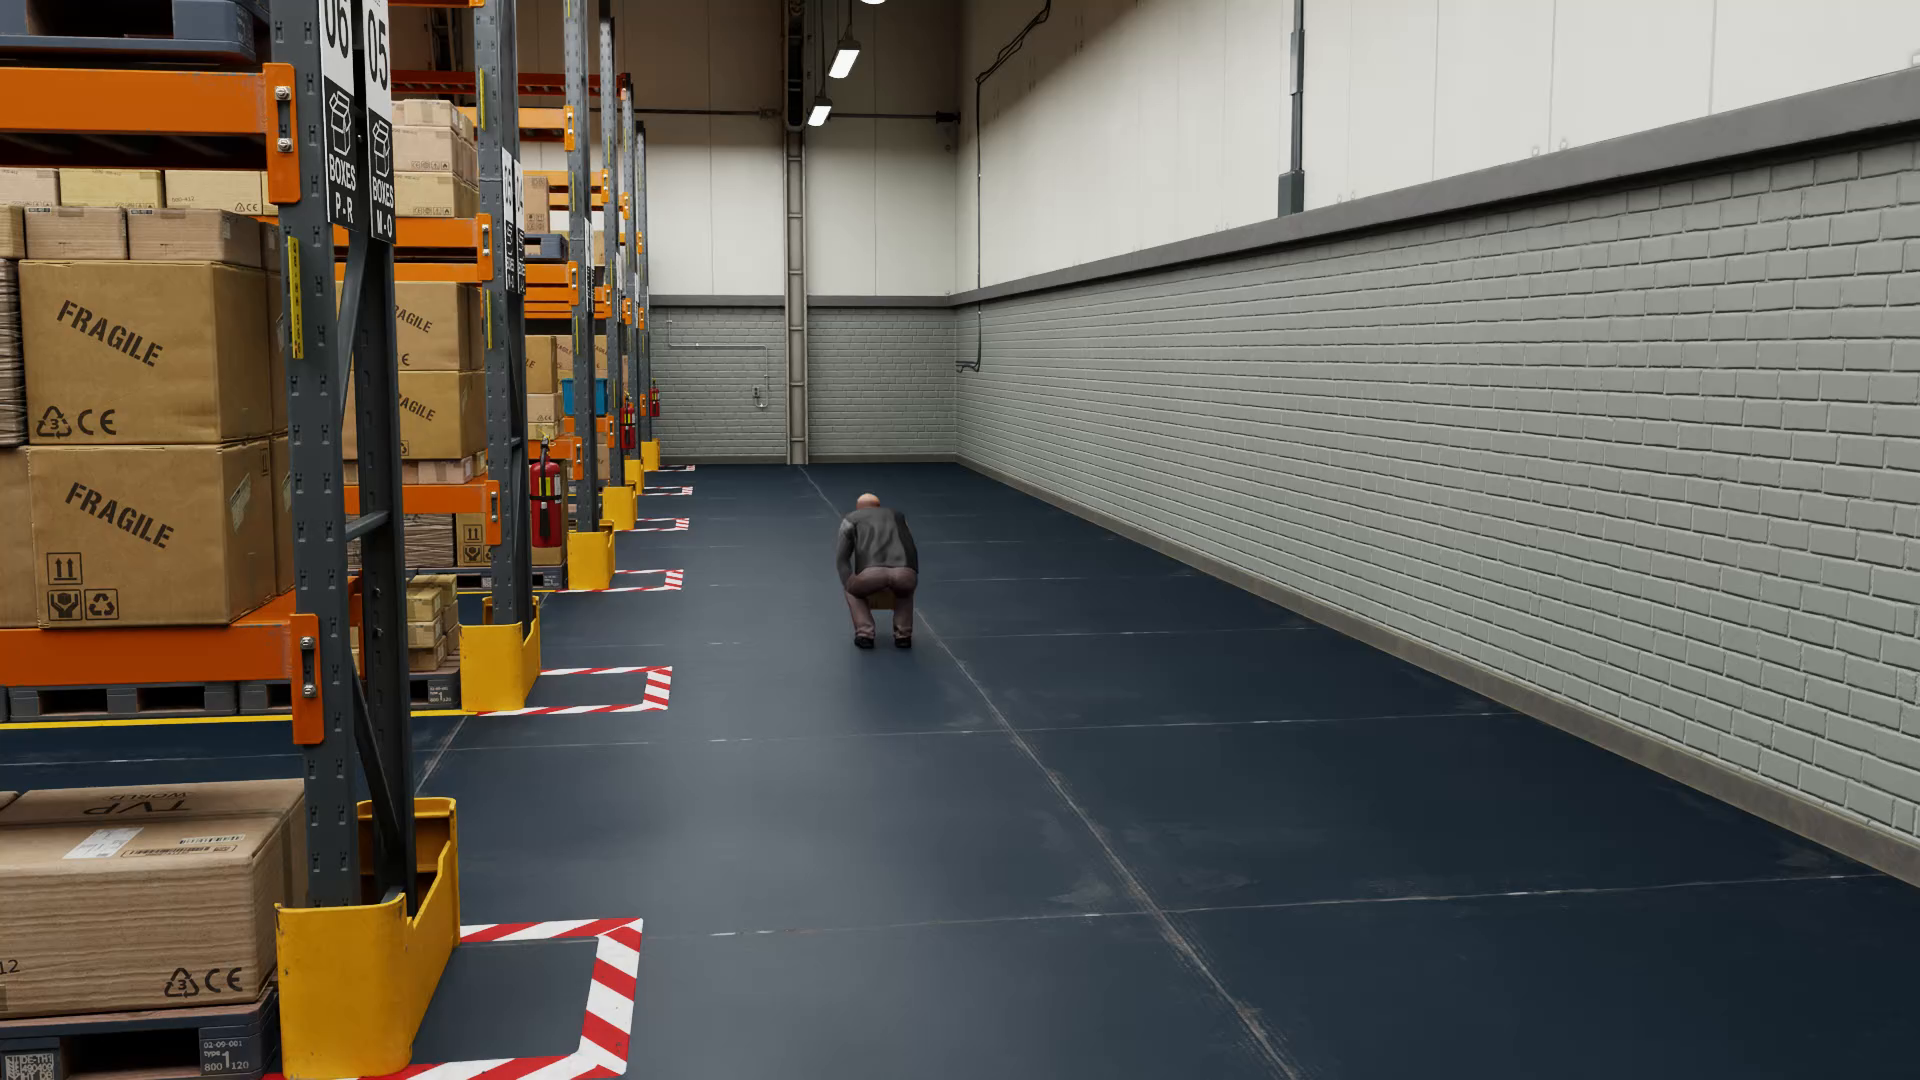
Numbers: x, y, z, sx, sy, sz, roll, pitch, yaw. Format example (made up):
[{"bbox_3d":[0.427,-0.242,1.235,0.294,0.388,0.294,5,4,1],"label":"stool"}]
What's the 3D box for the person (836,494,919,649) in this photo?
[{"bbox_3d":[-0.588,0.216,11.778,0.551,1.042,0.847,-1,7,-9],"label":"person"}]
